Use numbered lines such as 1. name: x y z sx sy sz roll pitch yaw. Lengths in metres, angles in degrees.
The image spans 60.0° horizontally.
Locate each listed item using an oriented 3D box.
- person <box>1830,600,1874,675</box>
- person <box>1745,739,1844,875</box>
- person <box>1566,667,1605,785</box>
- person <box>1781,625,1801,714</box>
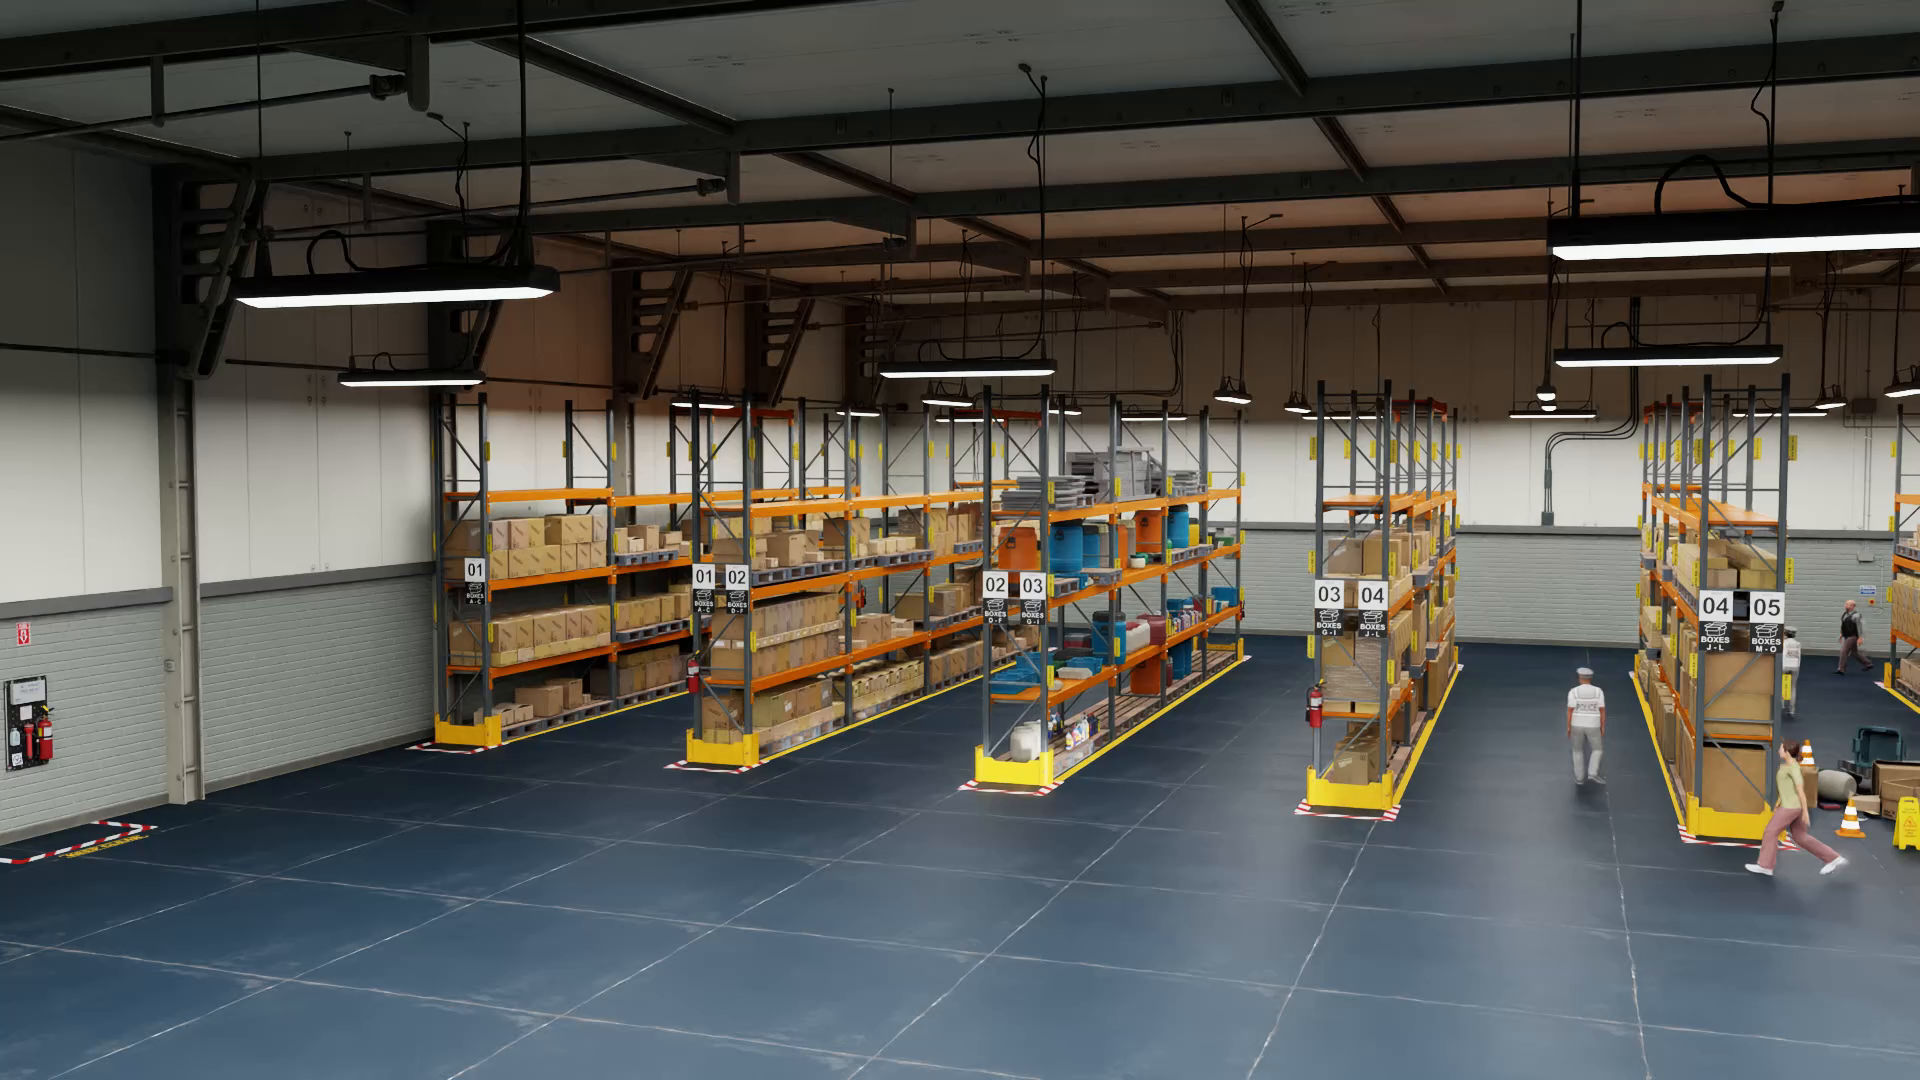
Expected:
1. person: 19.971 2.177 37.214 1.000 1.684 0.549 0 3 4
2. person: 9.819 3.150 19.533 1.048 1.611 0.507 1 3 24
3. person: 9.376 2.800 24.893 0.568 1.759 0.552 1 3 21
4. person: 15.785 2.488 31.622 0.469 1.699 0.515 0 3 7
